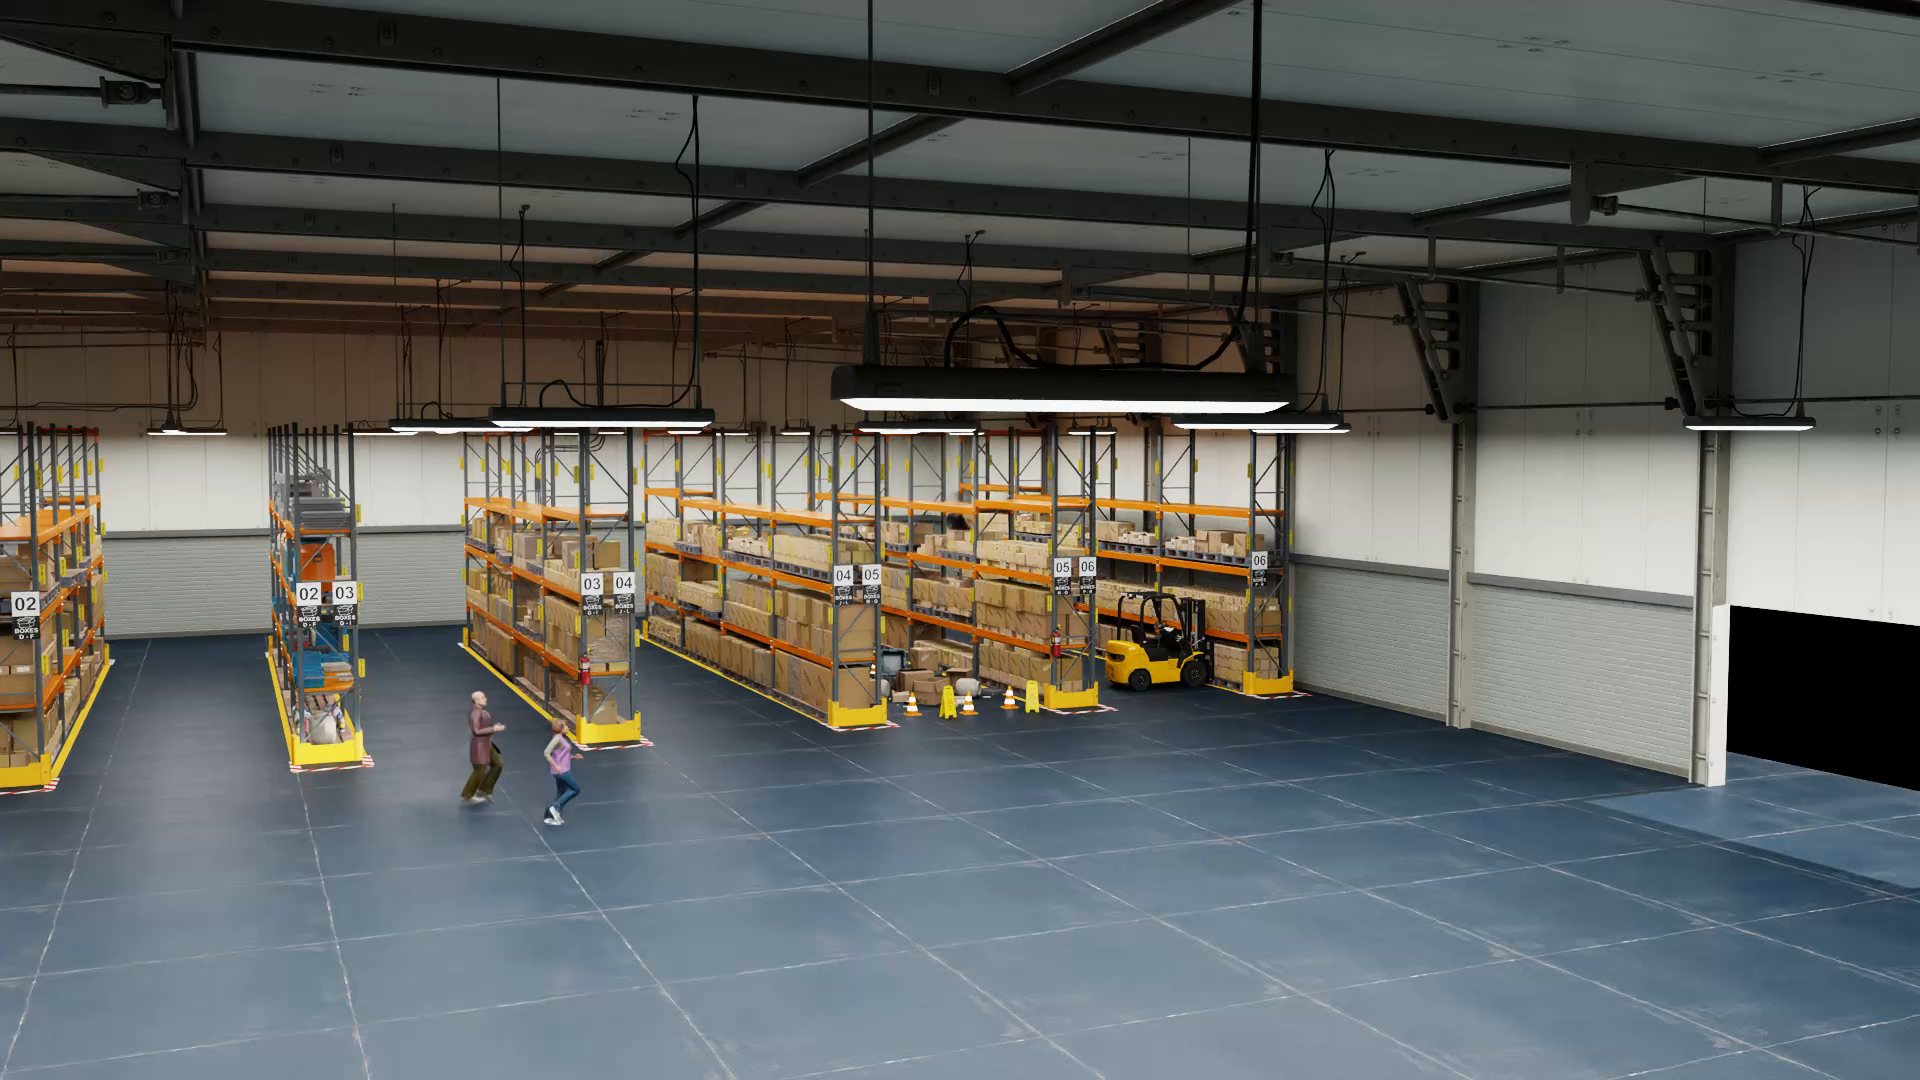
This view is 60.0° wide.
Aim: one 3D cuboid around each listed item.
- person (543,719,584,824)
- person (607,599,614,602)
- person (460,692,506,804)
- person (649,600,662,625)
[{"bbox_3d":[-5.863,3.425,24.571,0.596,1.562,0.515,-1,4,-12],"label":"person"},{"bbox_3d":[-10.246,1.931,47.600,0.747,1.798,0.791,2,4,31],"label":"person"},{"bbox_3d":[-7.428,3.260,25.929,0.754,1.814,0.688,0,3,0],"label":"person"},{"bbox_3d":[-8.936,1.927,49.161,0.774,1.649,0.671,-1,4,-15],"label":"person"}]
